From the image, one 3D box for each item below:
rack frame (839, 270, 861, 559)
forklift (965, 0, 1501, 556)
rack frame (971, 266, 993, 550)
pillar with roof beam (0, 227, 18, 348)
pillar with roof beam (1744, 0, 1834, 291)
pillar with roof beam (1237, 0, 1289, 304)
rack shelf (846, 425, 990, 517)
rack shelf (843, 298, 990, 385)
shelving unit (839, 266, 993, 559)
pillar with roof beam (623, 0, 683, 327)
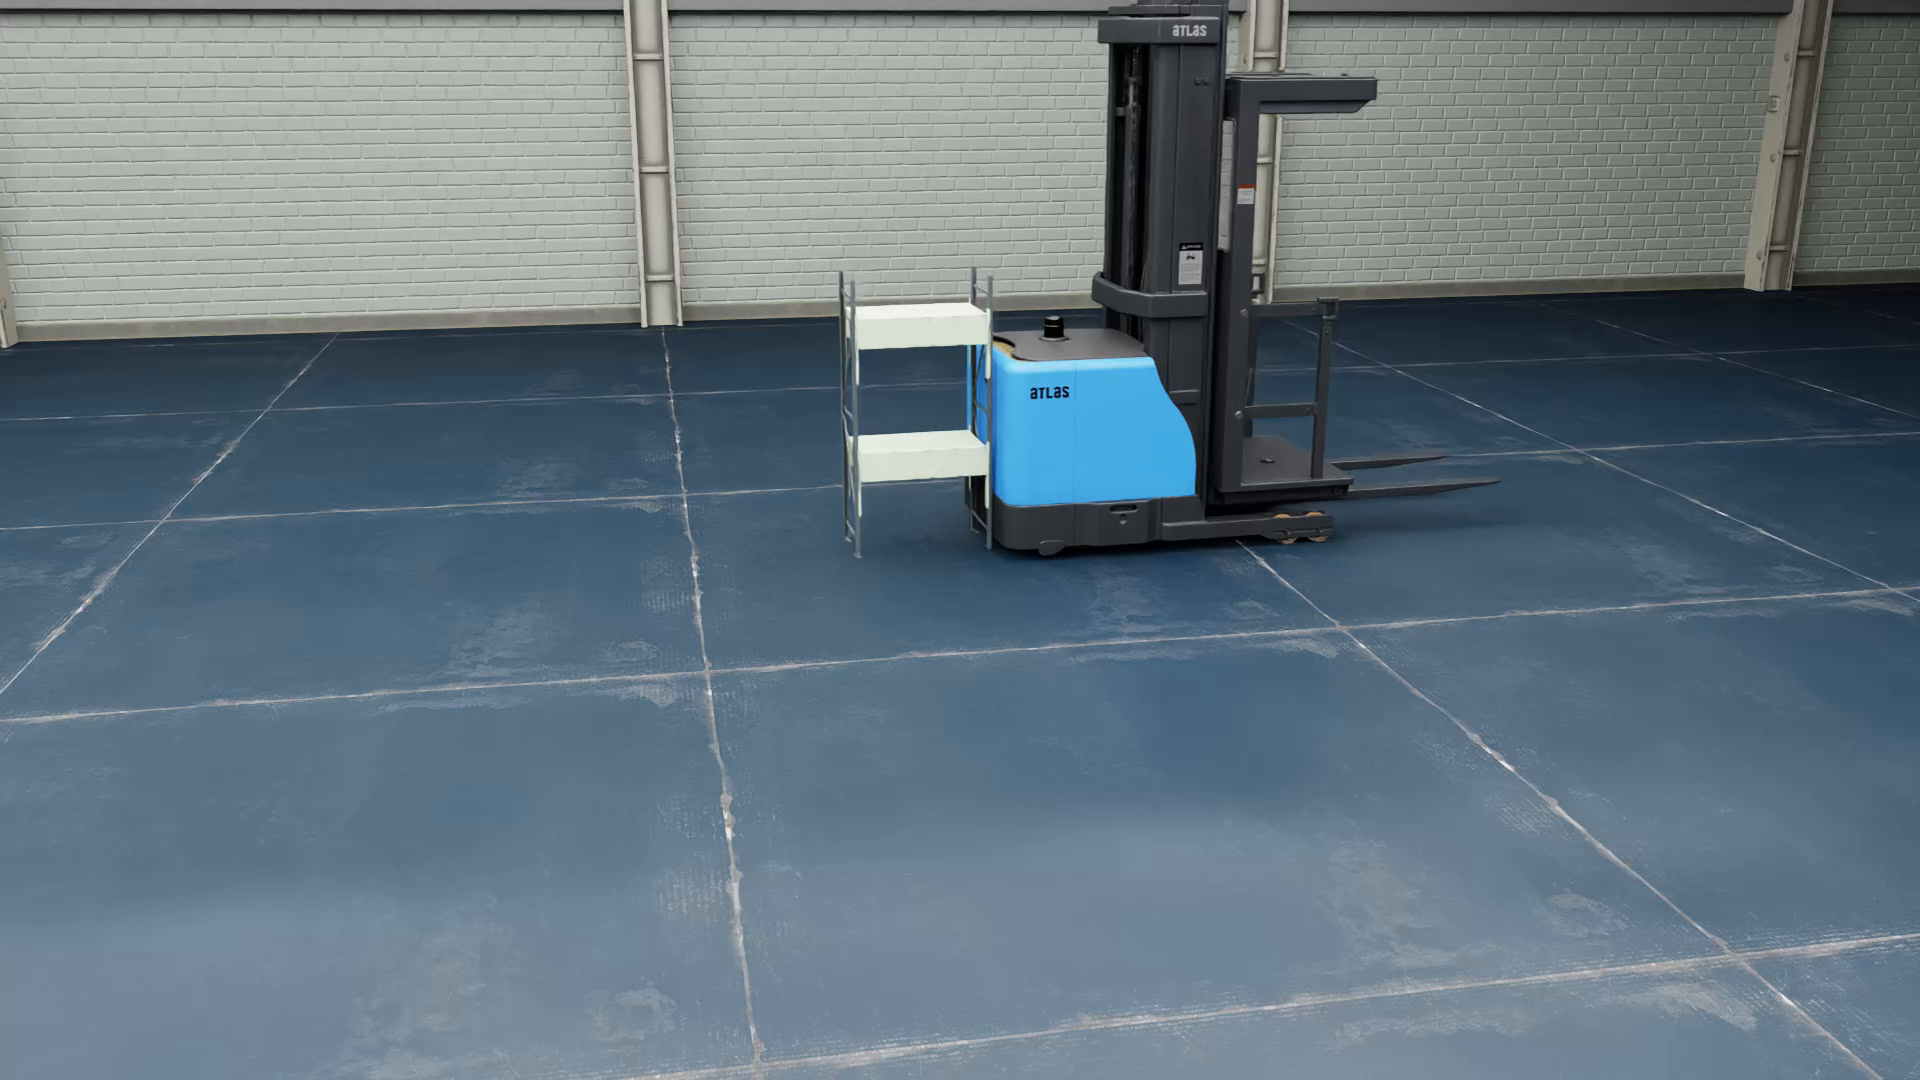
[{"bbox_3d":[-0.595,-0.672,8.946,0.023,1.500,0.400,-4,18,-13],"label":"rack frame"},{"bbox_3d":[1.601,-1.525,9.284,3.031,2.935,1.130,-4,18,-13],"label":"forklift"},{"bbox_3d":[0.118,-0.722,9.107,0.023,1.500,0.400,-4,18,-13],"label":"rack frame"},{"bbox_3d":[-7.968,-4.827,9.700,0.400,9.000,9.100,-3,17,-10],"label":"pillar with roof beam"},{"bbox_3d":[9.705,-5.829,12.964,0.400,9.000,9.100,-3,17,-10],"label":"pillar with roof beam"},{"bbox_3d":[3.814,-5.495,11.876,0.400,9.000,9.100,-3,17,-10],"label":"pillar with roof beam"},{"bbox_3d":[-0.238,-0.385,9.122,0.720,0.370,0.431,-4,18,-13],"label":"rack shelf"},{"bbox_3d":[-0.238,-1.070,8.912,0.720,0.370,0.431,-4,18,-13],"label":"rack shelf"},{"bbox_3d":[-0.238,-0.697,9.026,0.755,1.500,0.431,-4,18,-13],"label":"shelving unit"},{"bbox_3d":[-2.077,-5.161,10.788,0.400,9.000,9.100,-3,17,-10],"label":"pillar with roof beam"}]
